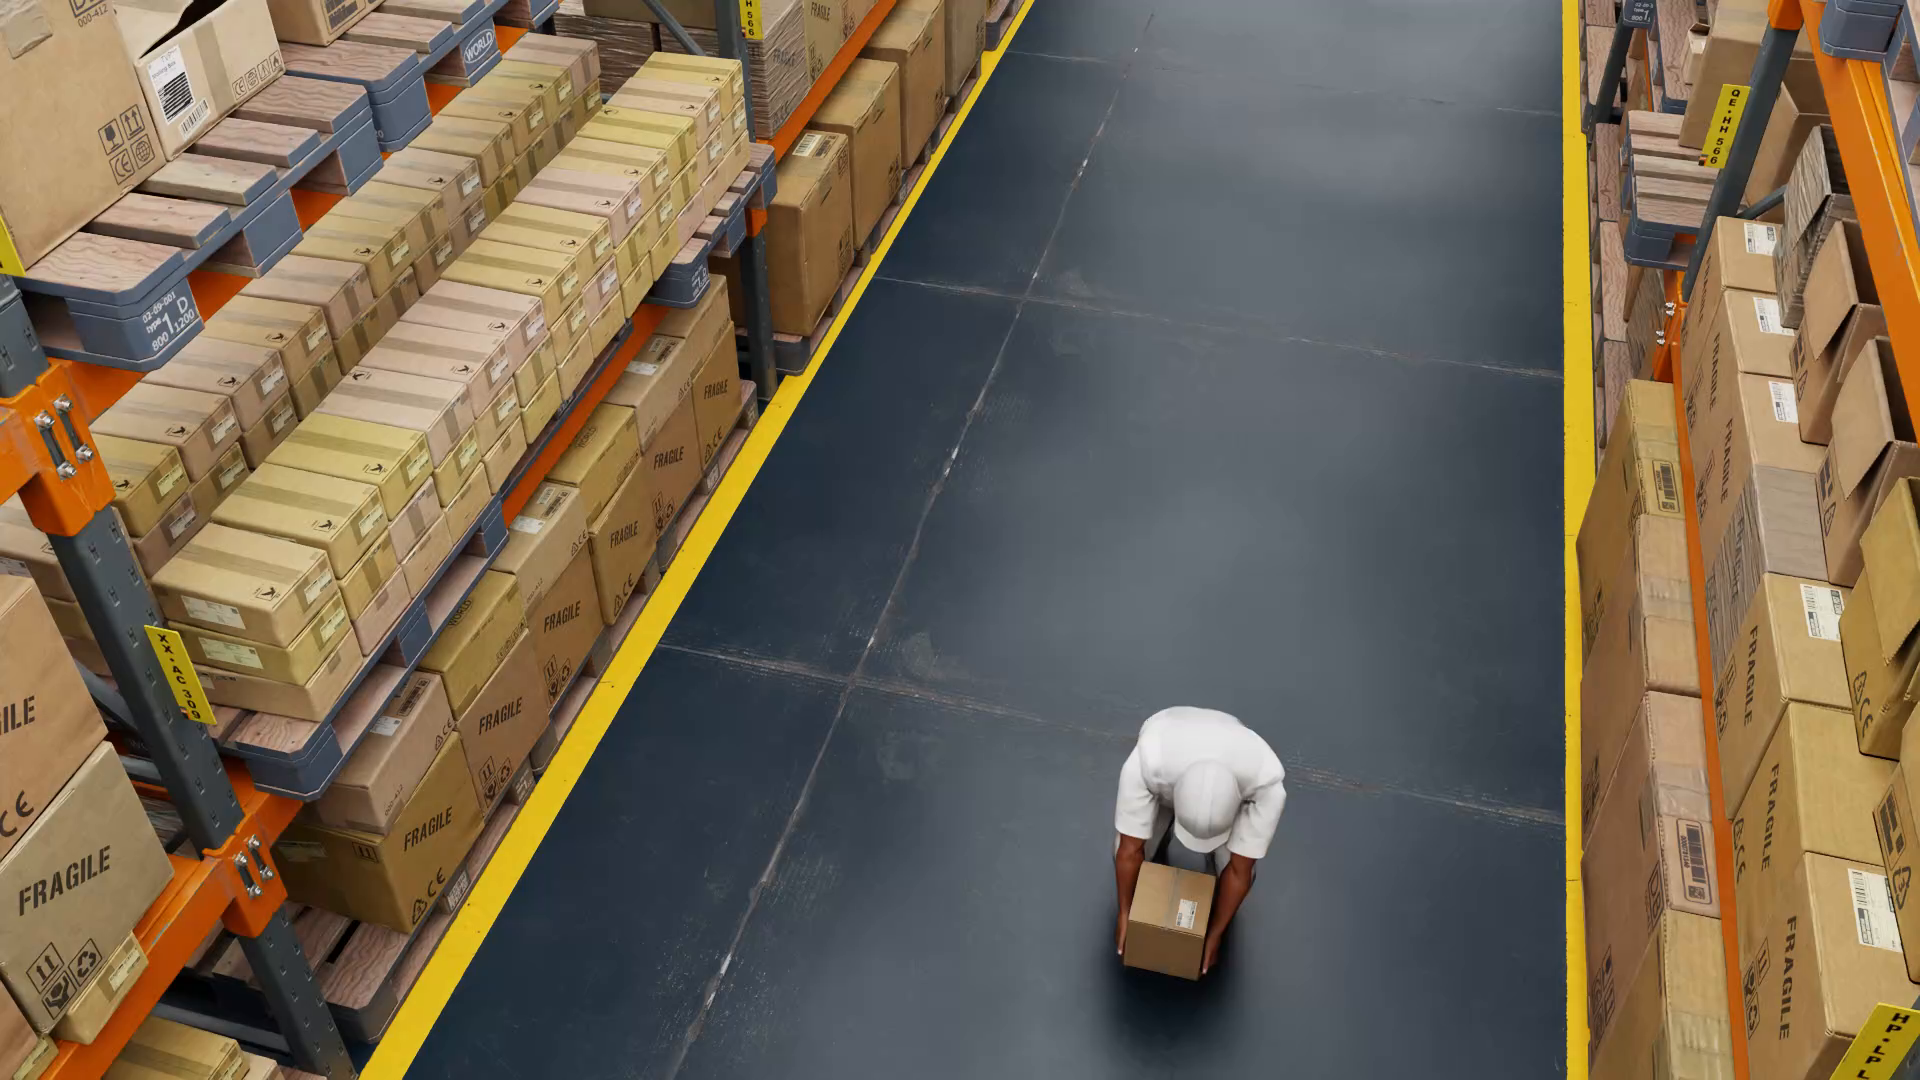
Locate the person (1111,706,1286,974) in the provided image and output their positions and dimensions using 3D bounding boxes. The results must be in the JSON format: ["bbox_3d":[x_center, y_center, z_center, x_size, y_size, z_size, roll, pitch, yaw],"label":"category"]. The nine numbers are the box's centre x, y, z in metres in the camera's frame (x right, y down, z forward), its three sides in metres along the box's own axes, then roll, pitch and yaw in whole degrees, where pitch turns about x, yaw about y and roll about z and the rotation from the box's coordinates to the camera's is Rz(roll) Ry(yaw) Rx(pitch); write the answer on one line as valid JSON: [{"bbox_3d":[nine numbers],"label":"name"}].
[{"bbox_3d":[0.813,0.927,5.654,0.547,1.008,0.905,9,42,11],"label":"person"}]
